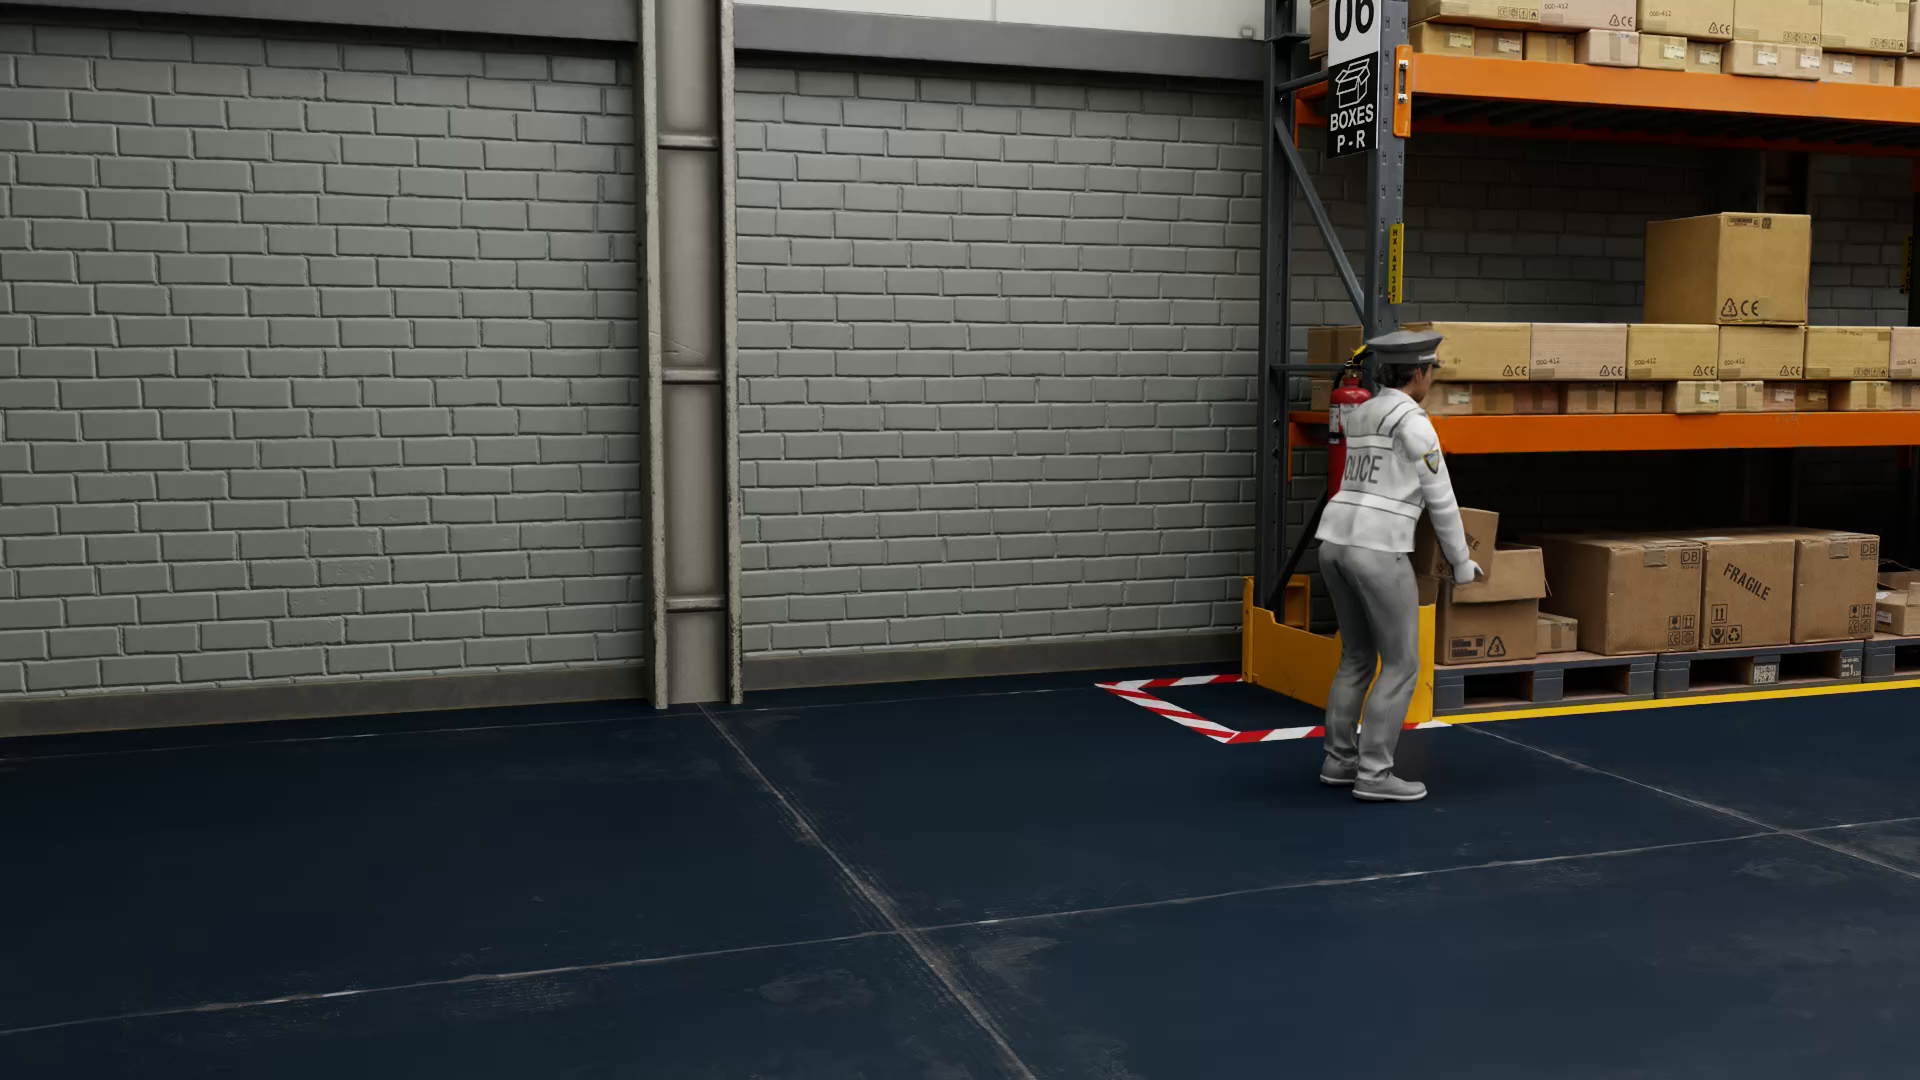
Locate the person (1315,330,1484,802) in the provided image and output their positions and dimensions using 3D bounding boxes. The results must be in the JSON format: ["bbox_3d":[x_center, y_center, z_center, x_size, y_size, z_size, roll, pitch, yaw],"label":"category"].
[{"bbox_3d":[14.116,-1.888,4.387,23.324,5.875,11.419,-2,6,-20],"label":"person"}]
